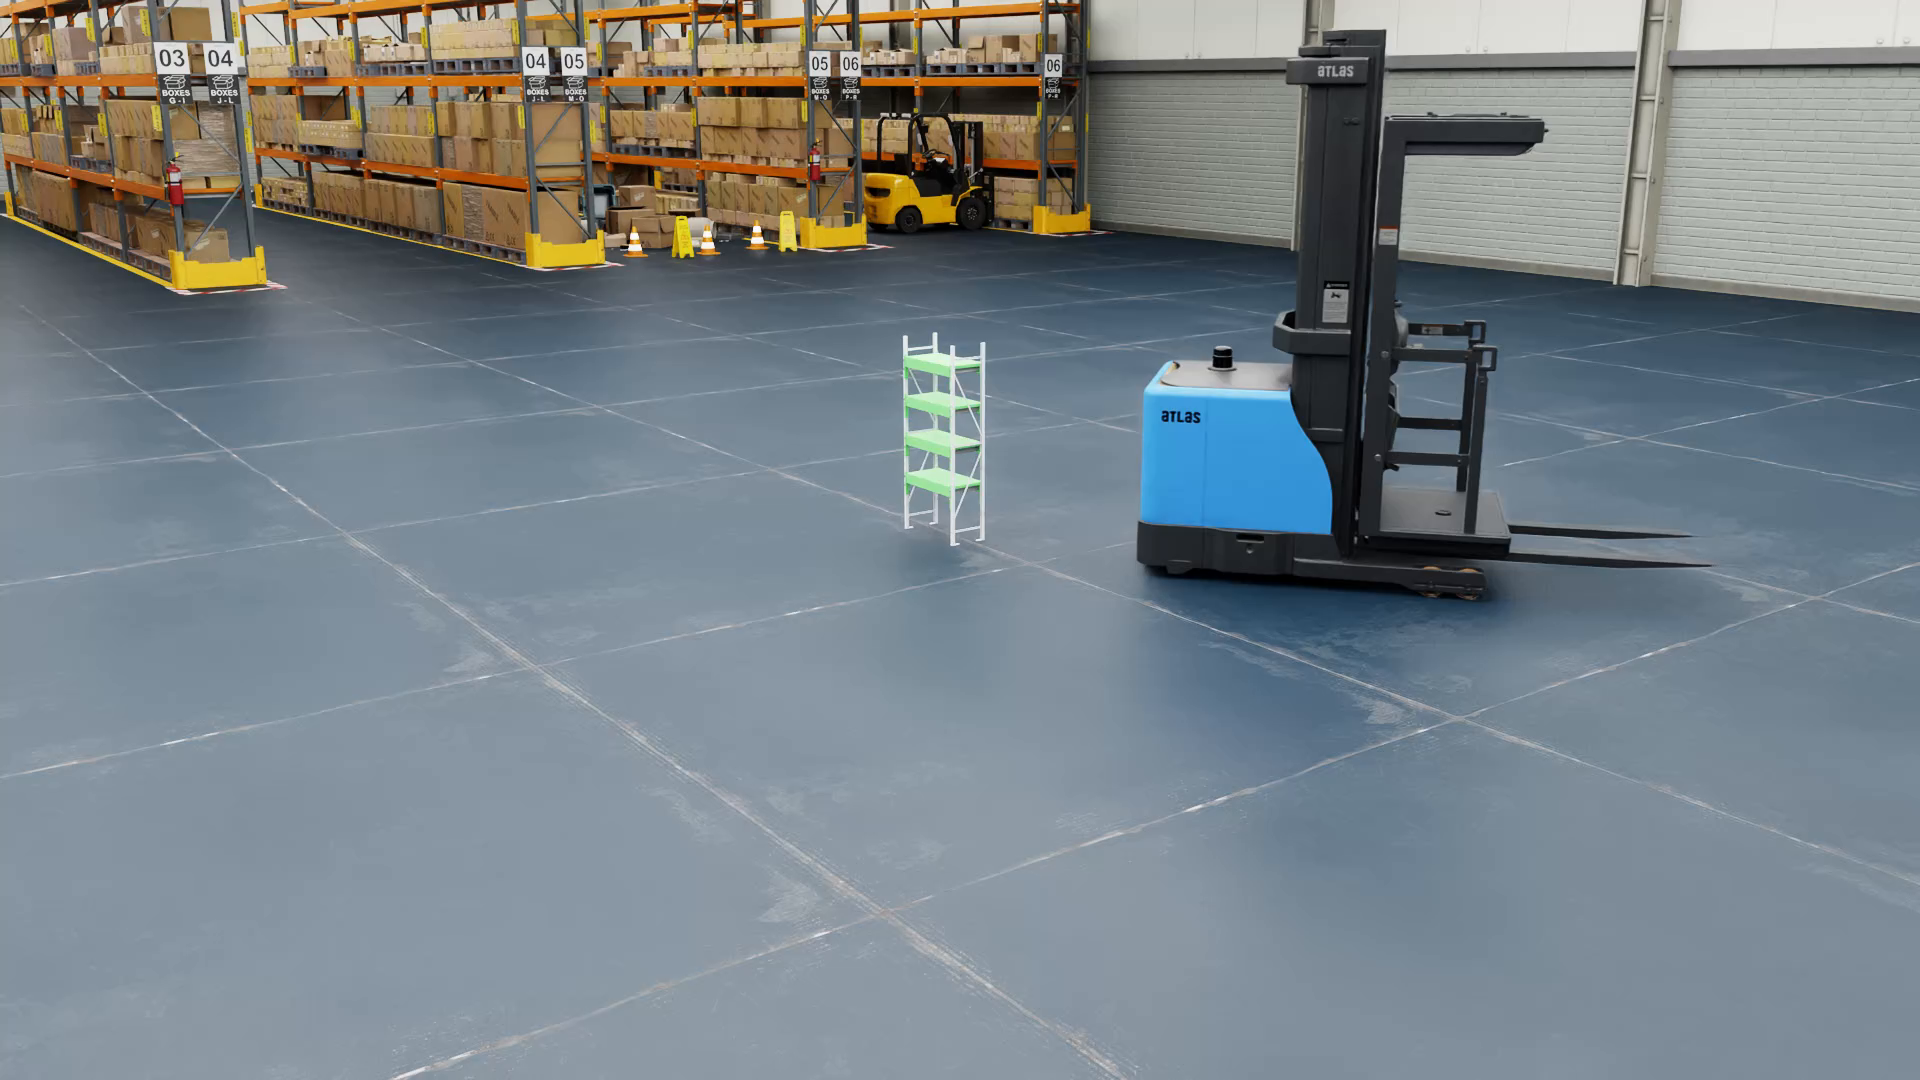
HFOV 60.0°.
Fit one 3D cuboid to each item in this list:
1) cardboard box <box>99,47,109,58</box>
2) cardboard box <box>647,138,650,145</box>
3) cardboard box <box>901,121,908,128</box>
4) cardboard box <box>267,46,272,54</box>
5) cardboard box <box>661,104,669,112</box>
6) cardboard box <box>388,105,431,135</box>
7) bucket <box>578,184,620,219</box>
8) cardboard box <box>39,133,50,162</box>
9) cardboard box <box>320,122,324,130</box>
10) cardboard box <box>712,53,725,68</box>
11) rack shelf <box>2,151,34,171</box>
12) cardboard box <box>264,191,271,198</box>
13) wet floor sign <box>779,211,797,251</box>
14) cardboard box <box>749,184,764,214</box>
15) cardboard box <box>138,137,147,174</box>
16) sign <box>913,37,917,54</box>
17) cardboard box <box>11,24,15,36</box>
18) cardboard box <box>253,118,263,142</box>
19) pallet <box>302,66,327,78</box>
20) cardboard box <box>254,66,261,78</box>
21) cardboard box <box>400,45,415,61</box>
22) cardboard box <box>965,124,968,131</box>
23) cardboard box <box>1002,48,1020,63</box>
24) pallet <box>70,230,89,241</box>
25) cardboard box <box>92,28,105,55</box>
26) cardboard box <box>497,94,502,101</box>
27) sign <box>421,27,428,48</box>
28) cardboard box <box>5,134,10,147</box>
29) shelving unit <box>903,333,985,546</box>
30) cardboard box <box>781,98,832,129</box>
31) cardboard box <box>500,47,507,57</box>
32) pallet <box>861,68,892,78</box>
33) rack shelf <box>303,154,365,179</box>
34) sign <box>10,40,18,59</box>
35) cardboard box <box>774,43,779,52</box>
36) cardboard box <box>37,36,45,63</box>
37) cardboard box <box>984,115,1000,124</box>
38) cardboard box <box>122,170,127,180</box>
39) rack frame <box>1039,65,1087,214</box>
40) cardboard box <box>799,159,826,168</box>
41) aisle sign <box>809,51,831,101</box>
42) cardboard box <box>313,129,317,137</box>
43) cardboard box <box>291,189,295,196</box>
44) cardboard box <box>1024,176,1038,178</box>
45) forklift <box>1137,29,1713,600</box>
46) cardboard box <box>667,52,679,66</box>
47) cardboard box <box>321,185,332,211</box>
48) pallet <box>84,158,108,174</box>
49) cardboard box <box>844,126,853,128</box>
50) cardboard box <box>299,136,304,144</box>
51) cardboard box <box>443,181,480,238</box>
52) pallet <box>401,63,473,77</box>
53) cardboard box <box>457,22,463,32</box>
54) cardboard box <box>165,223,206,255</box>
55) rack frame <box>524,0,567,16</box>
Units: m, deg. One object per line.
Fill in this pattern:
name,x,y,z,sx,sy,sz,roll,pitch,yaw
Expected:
cardboard box,-12.540,-7.238,24.688,0.380,0.149,0.250,-12,19,-36
cardboard box,-5.967,-7.878,32.857,0.380,0.149,0.250,-10,18,-32
cardboard box,-1.000,-8.550,34.216,0.380,0.149,0.250,-11,19,-35
cardboard box,-14.466,-10.401,35.295,0.380,0.149,0.250,-11,19,-35
cardboard box,-5.516,-8.298,31.934,0.380,0.149,0.250,-12,19,-37
cardboard box,-9.904,-7.607,30.106,0.700,0.500,0.500,-11,19,-35
bucket,-6.465,-6.020,29.712,0.726,0.611,0.620,-4,6,-15
cardboard box,-16.527,-7.194,30.490,0.500,0.500,0.500,-11,19,-36
cardboard box,-12.332,-8.125,32.635,0.380,0.149,0.250,-10,18,-33
cardboard box,-4.118,-8.600,29.854,0.500,0.250,0.500,-11,19,-35
rack shelf,-18.361,-7.577,33.442,1.077,0.370,4.000,-11,19,-35
cardboard box,-15.417,-7.766,37.372,0.380,0.149,0.250,-10,18,-33
wet floor sign,-2.868,-5.131,27.600,0.267,0.644,0.232,-4,16,-15
cardboard box,-3.396,-6.061,29.533,0.500,0.500,0.500,-11,19,-36
cardboard box,-11.081,-5.450,23.553,0.875,0.500,0.500,-11,19,-35
sign,-0.886,-9.860,33.162,0.100,0.325,0.005,-11,19,-35
cardboard box,-18.358,-10.026,32.748,0.500,0.250,0.500,-12,19,-36
cardboard box,-15.425,-9.153,37.082,0.500,0.500,0.500,-10,18,-32
pallet,-12.225,-9.232,32.800,1.213,0.211,1.003,-11,19,-35
cardboard box,-15.103,-10.225,36.356,0.500,0.250,0.500,-10,18,-33
cardboard box,-9.314,-8.392,28.673,0.500,0.250,0.500,-11,19,-35
cardboard box,0.251,-8.073,32.471,0.380,0.149,0.250,-12,19,-36
cardboard box,1.017,-9.061,31.087,0.396,0.266,0.258,-11,19,-34
pallet,-15.236,-5.478,29.691,1.003,0.211,1.213,-11,19,-35
cardboard box,-13.233,-7.805,26.237,0.797,0.503,0.637,-10,18,-32
cardboard box,-10.465,-10.228,38.452,0.380,0.149,0.250,-11,19,-35
sign,-8.843,-8.299,27.458,0.100,0.325,0.005,-11,19,-35
cardboard box,-19.163,-8.168,33.958,0.500,0.250,0.500,-11,19,-35
shelving unit,-0.097,-0.614,10.047,0.258,1.200,0.503,-11,19,-35
cardboard box,-2.591,-7.222,28.134,0.700,0.500,0.500,-11,19,-36
cardboard box,-6.676,-7.332,24.991,0.380,0.149,0.250,-11,19,-34
pallet,-1.673,-9.939,35.383,1.003,0.211,1.213,-10,18,-32
rack shelf,-11.938,-7.471,33.055,1.077,0.370,4.000,-11,19,-35
sign,-17.634,-9.145,30.996,0.100,0.325,0.005,-11,19,-35
cardboard box,-2.944,-8.384,28.311,0.380,0.149,0.250,-11,19,-34
cardboard box,-16.052,-8.775,29.782,0.797,0.503,0.637,-11,19,-35
cardboard box,0.686,-8.050,31.823,0.380,0.149,0.250,-10,18,-33
cardboard box,-12.293,-5.471,24.858,0.380,0.149,0.250,-11,19,-35
rack frame,1.899,-7.244,30.862,1.000,3.000,0.127,-11,19,-35
cardboard box,-2.507,-6.398,28.248,0.380,0.149,0.250,-10,18,-33
aisle sign,-2.312,-7.669,27.488,0.394,0.787,0.004,-11,19,-35
cardboard box,-12.635,-8.092,33.077,0.380,0.149,0.250,-10,18,-32
cardboard box,-14.131,-7.465,35.709,0.380,0.149,0.250,-10,18,-33
cardboard box,1.473,-6.841,31.908,0.500,0.250,0.500,-11,19,-34
forklift,2.571,-1.247,9.081,3.031,2.935,1.130,4,16,13
cardboard box,-5.220,-9.115,31.504,0.500,0.250,0.500,-11,19,-34
cardboard box,-12.582,-6.931,33.656,0.500,0.500,0.500,-10,18,-32
pallet,-13.637,-6.134,27.170,1.003,0.211,1.213,-11,19,-35
cardboard box,-2.155,-8.767,35.763,0.500,0.250,0.500,-11,19,-36
cardboard box,-13.254,-8.171,33.930,0.380,0.149,0.250,-12,19,-37
cardboard box,-8.097,-5.570,27.973,0.875,0.875,0.875,-11,19,-34
pallet,-8.989,-8.080,28.595,0.805,0.209,1.217,-12,19,-37
cardboard box,-7.722,-8.096,26.273,0.380,0.149,0.250,-11,19,-35
cardboard box,-11.215,-4.327,24.141,0.500,0.500,0.500,-9,18,-29
rack frame,-9.169,-11.929,36.614,1.000,3.000,0.127,-11,19,-35
